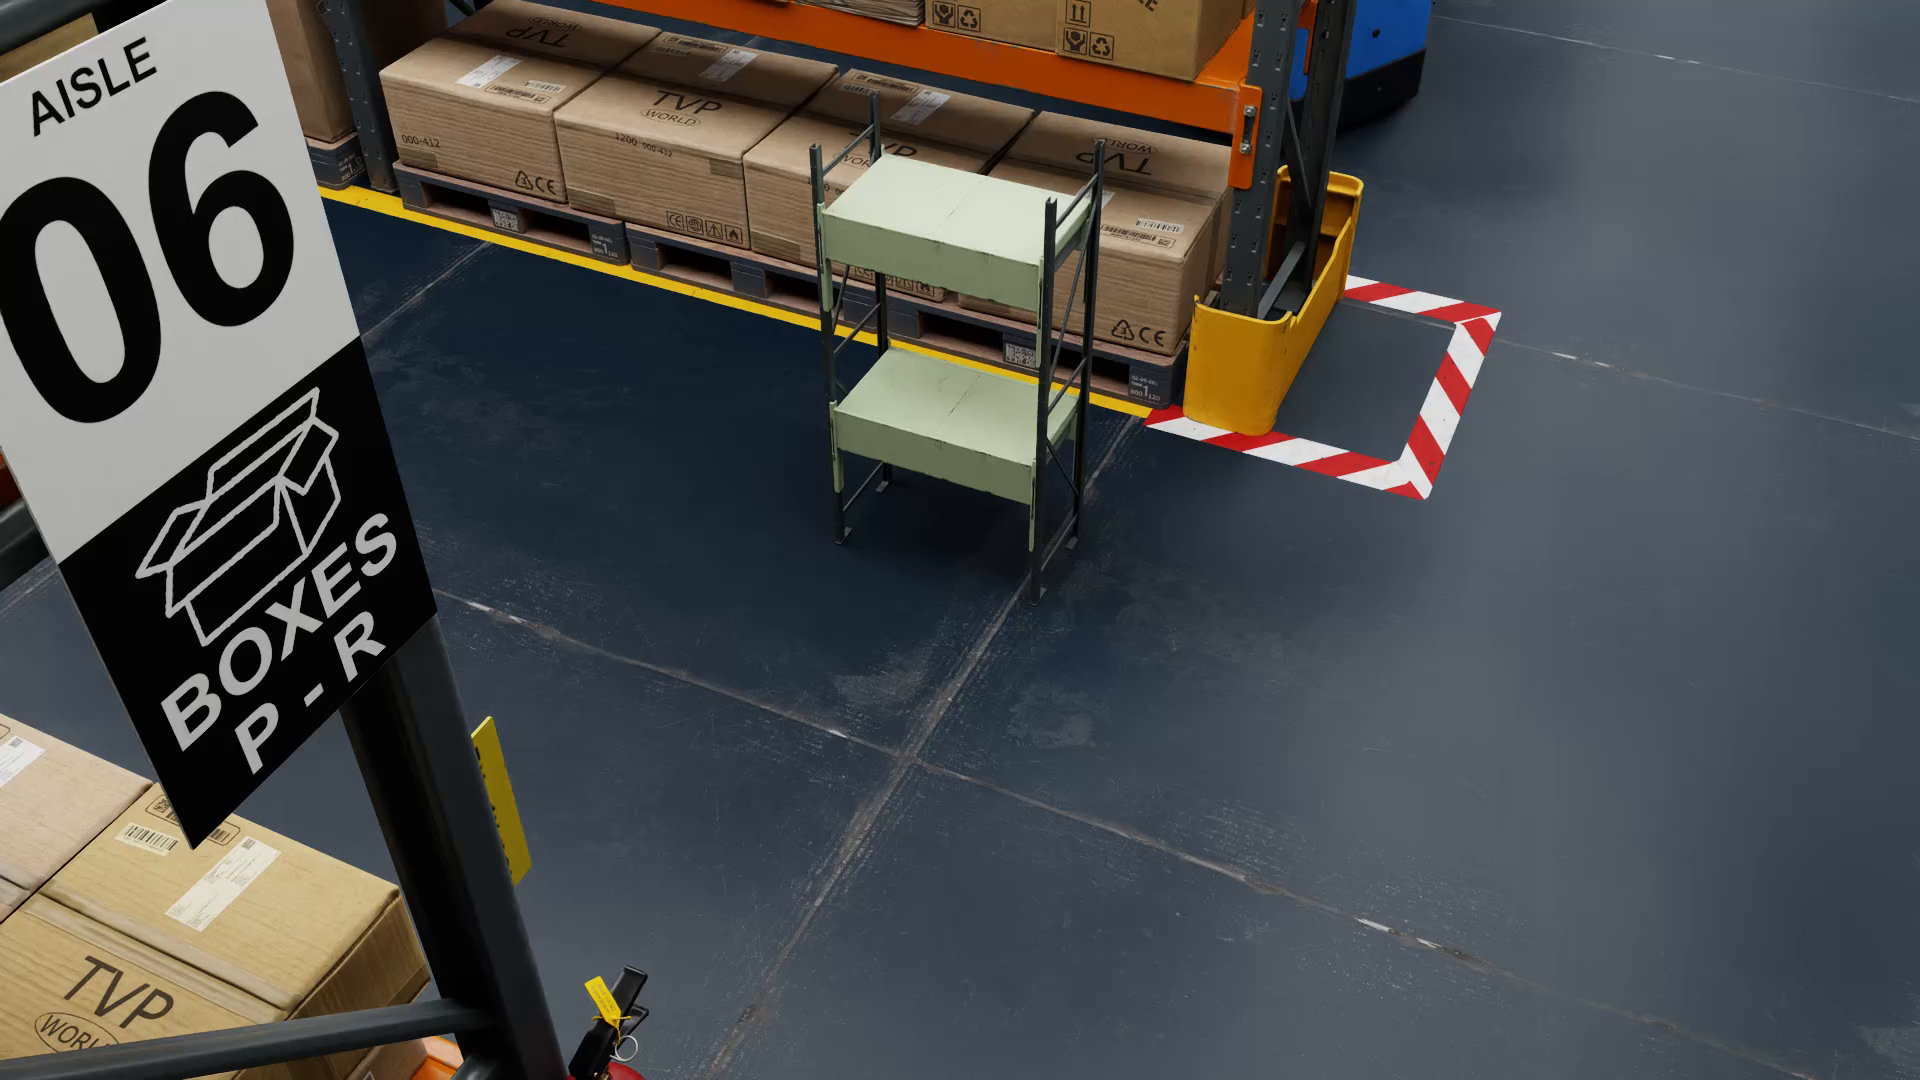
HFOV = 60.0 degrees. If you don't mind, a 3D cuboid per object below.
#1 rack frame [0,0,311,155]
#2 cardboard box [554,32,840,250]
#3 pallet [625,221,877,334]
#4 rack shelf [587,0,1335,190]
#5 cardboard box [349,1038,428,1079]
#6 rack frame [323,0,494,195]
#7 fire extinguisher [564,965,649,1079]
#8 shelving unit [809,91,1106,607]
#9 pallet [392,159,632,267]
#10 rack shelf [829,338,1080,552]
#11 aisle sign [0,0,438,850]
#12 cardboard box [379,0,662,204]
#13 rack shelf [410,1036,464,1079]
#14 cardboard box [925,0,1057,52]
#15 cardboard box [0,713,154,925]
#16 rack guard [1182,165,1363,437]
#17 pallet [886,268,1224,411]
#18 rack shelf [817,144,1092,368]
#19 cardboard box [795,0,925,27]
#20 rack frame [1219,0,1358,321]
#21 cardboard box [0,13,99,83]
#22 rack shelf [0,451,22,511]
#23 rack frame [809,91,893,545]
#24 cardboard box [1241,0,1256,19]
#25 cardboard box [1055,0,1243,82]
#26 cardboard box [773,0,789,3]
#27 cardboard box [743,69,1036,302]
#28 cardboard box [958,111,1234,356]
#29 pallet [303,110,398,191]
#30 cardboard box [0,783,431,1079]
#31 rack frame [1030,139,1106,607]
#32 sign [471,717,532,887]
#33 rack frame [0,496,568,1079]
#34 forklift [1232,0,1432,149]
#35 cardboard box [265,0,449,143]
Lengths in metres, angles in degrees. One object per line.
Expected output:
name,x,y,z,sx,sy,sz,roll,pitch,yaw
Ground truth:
rack frame,-0.892,-1.225,0.293,0.127,3.000,1.000,17,44,19
cardboard box,-1.086,-1.718,7.078,0.875,0.438,0.875,16,43,17
pallet,-0.656,-1.365,7.164,1.213,0.211,1.003,17,44,19
rack shelf,-0.609,-2.187,6.533,4.000,0.370,1.077,17,44,19
cardboard box,-1.074,0.883,2.633,0.250,0.149,0.380,17,44,18
rack frame,-2.421,-3.013,6.936,0.127,3.000,1.000,17,44,19
fire extinguisher,-0.563,0.978,2.675,0.183,0.674,0.296,17,44,19
shelving unit,-0.006,-0.569,5.261,0.755,1.500,0.431,17,44,19
pallet,-1.765,-1.702,7.553,1.213,0.211,1.003,17,44,19
rack shelf,-0.006,-0.322,5.474,0.720,0.370,0.431,17,44,19
aisle sign,-0.706,-0.096,1.586,0.004,0.787,0.394,17,44,19
cardboard box,-1.898,-1.966,7.364,0.875,0.438,0.875,16,44,18
rack shelf,-2.704,0.760,3.132,4.000,0.370,1.077,17,44,19
cardboard box,0.206,-2.068,5.769,0.500,0.500,0.500,16,43,18
cardboard box,-1.646,0.561,2.700,0.500,0.250,0.500,17,44,19
rack guard,1.225,-0.954,6.469,0.348,0.500,1.175,17,44,19
pallet,0.446,-1.027,6.773,1.213,0.211,1.003,17,44,19
rack shelf,-0.006,-0.863,5.005,0.720,0.370,0.431,17,44,19
cardboard box,-0.264,-2.204,5.926,0.500,0.500,0.500,18,44,20
rack frame,1.203,-1.905,5.658,0.127,3.000,1.000,17,44,19
cardboard box,-1.178,-0.432,1.556,0.500,0.250,0.500,17,44,18
rack shelf,-2.704,-0.374,2.150,4.000,0.370,1.077,17,44,19
rack frame,-0.338,-0.670,5.378,0.023,1.500,0.400,17,44,19
cardboard box,0.890,-2.246,5.975,0.500,0.500,0.500,17,44,18
cardboard box,0.654,-1.920,5.598,0.500,0.500,0.500,17,44,19
cardboard box,-0.738,-2.339,6.083,0.500,0.500,0.500,18,44,20
cardboard box,-0.270,-1.468,6.789,0.875,0.438,0.875,18,44,20
cardboard box,0.563,-1.219,6.502,0.875,0.438,0.875,16,43,17
pallet,-3.153,-2.128,8.044,1.213,0.211,1.003,17,44,19
cardboard box,-1.189,0.701,2.539,0.500,0.250,0.500,17,44,19
rack frame,0.326,-0.467,5.144,0.023,1.500,0.400,17,44,19
sign,-0.663,0.393,2.346,0.005,0.325,0.100,17,44,19
rack frame,-0.892,1.042,2.258,0.127,3.000,1.000,17,44,19
forklift,0.959,-3.835,7.937,1.130,2.935,3.031,-27,48,-28
cardboard box,-3.017,-2.493,7.638,0.875,0.875,0.875,18,44,20
